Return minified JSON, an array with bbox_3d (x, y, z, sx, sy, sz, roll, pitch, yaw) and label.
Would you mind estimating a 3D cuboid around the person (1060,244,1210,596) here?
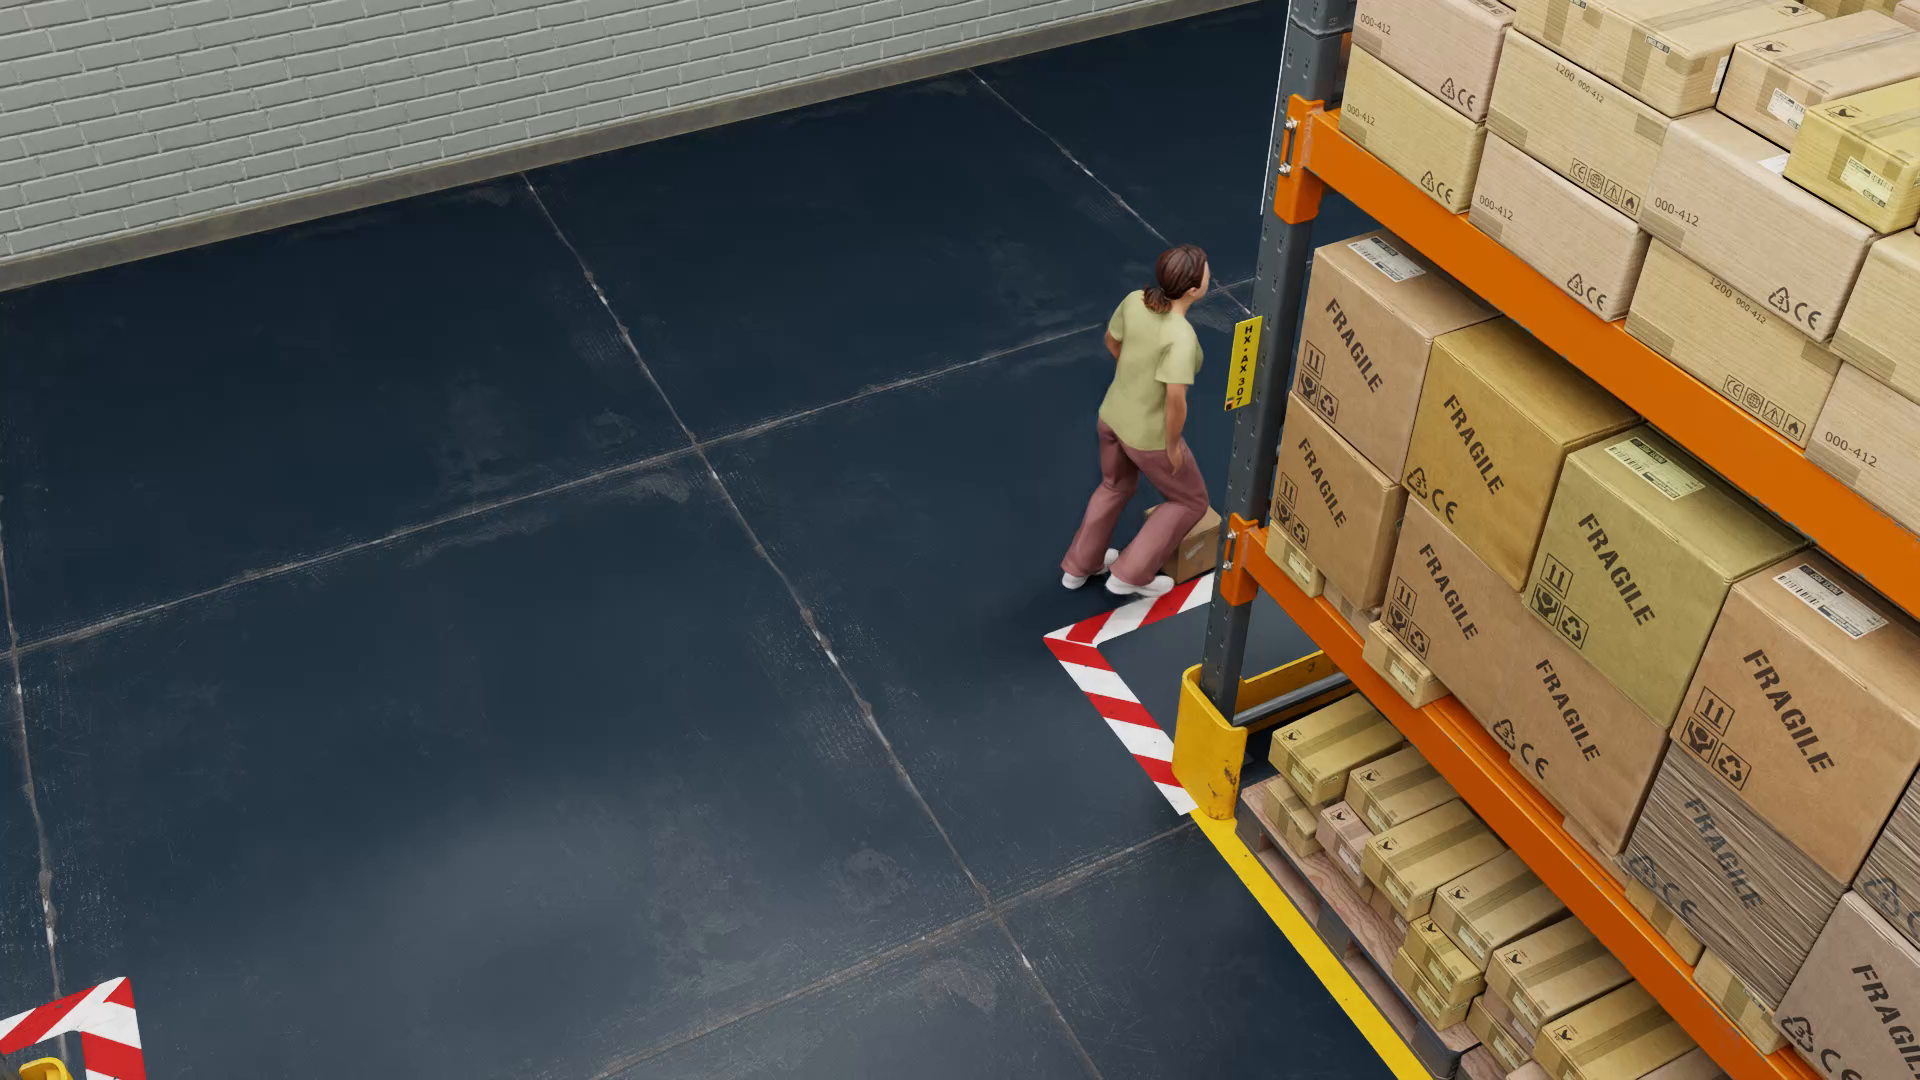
[{"bbox_3d":[0.724,-0.442,6.712,0.547,1.600,0.604,-22,46,-23],"label":"person"}]
